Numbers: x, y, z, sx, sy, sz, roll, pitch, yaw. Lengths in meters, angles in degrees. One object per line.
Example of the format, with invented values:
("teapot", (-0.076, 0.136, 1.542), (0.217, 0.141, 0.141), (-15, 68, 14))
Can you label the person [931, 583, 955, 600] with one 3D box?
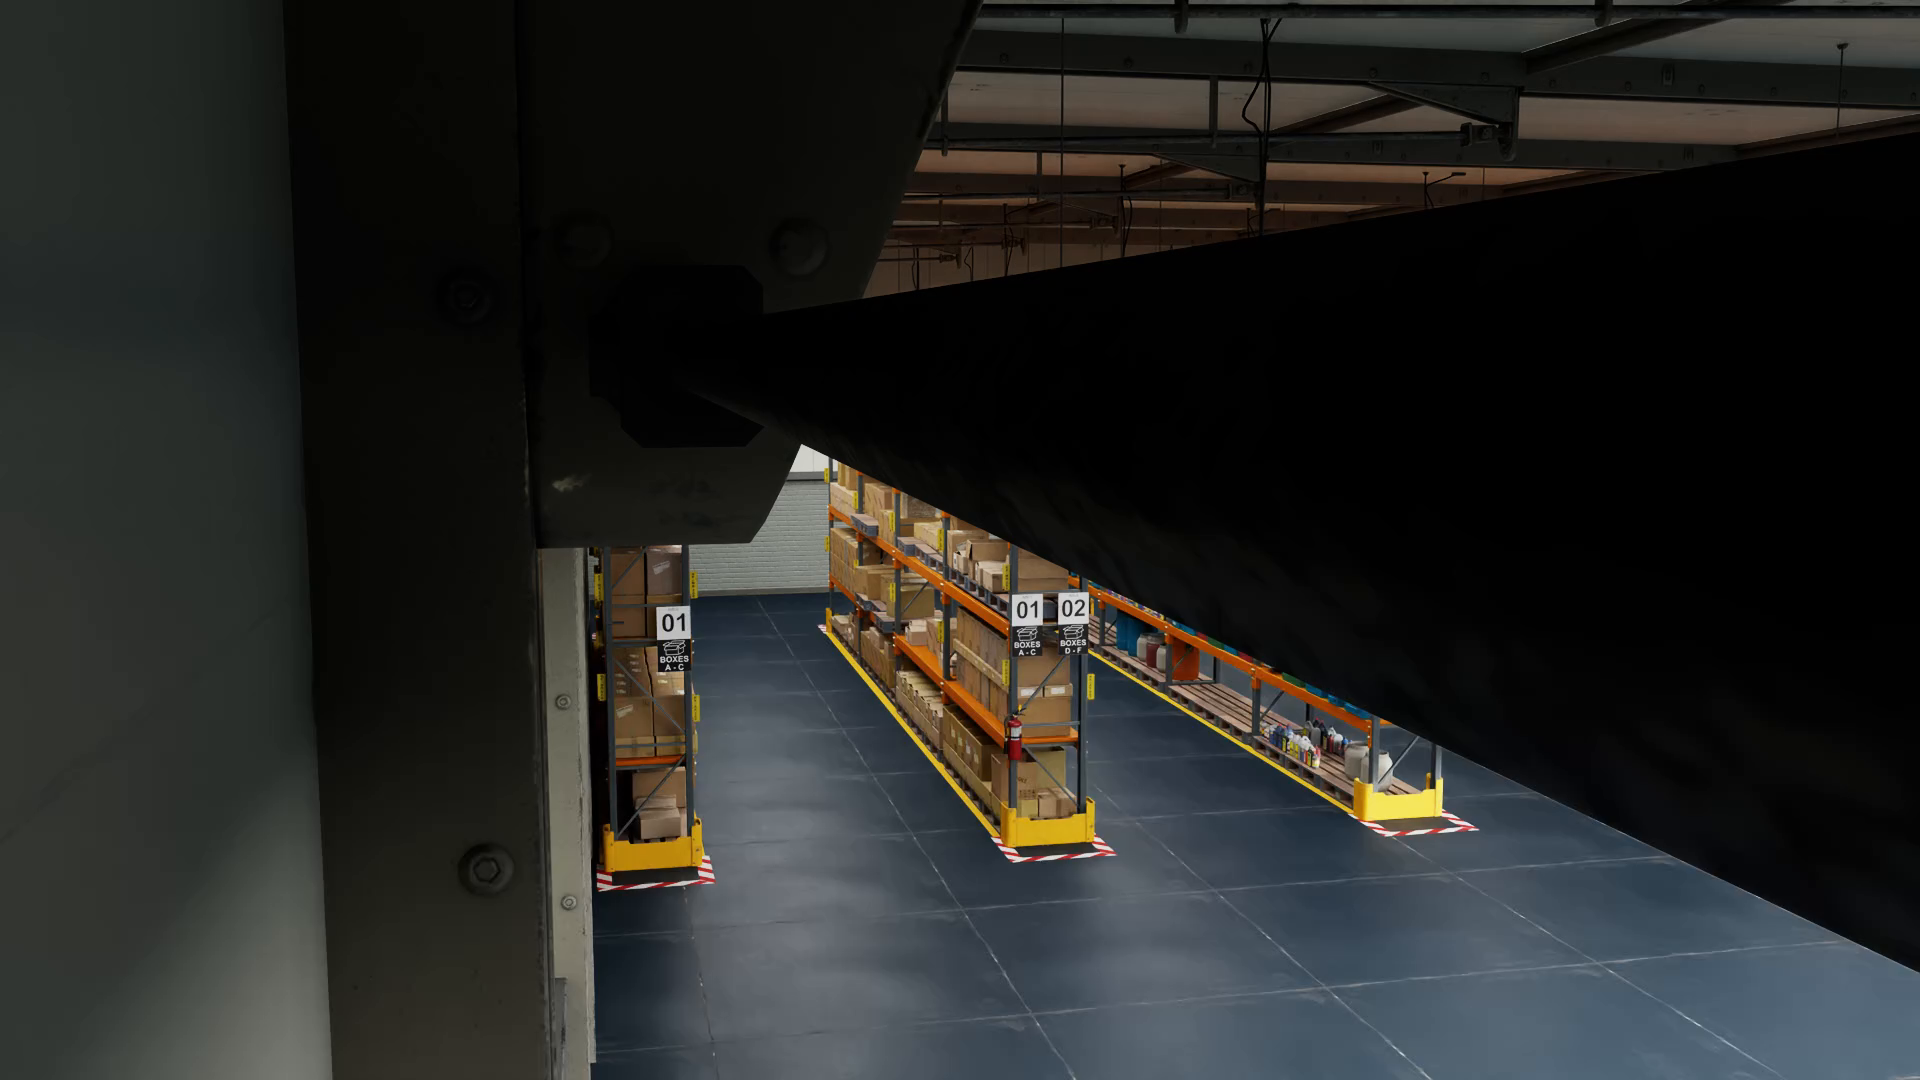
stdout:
("person", (-0.587, 0.703, 40.656), (0.988, 1.620, 0.529), (1, 7, 11))
